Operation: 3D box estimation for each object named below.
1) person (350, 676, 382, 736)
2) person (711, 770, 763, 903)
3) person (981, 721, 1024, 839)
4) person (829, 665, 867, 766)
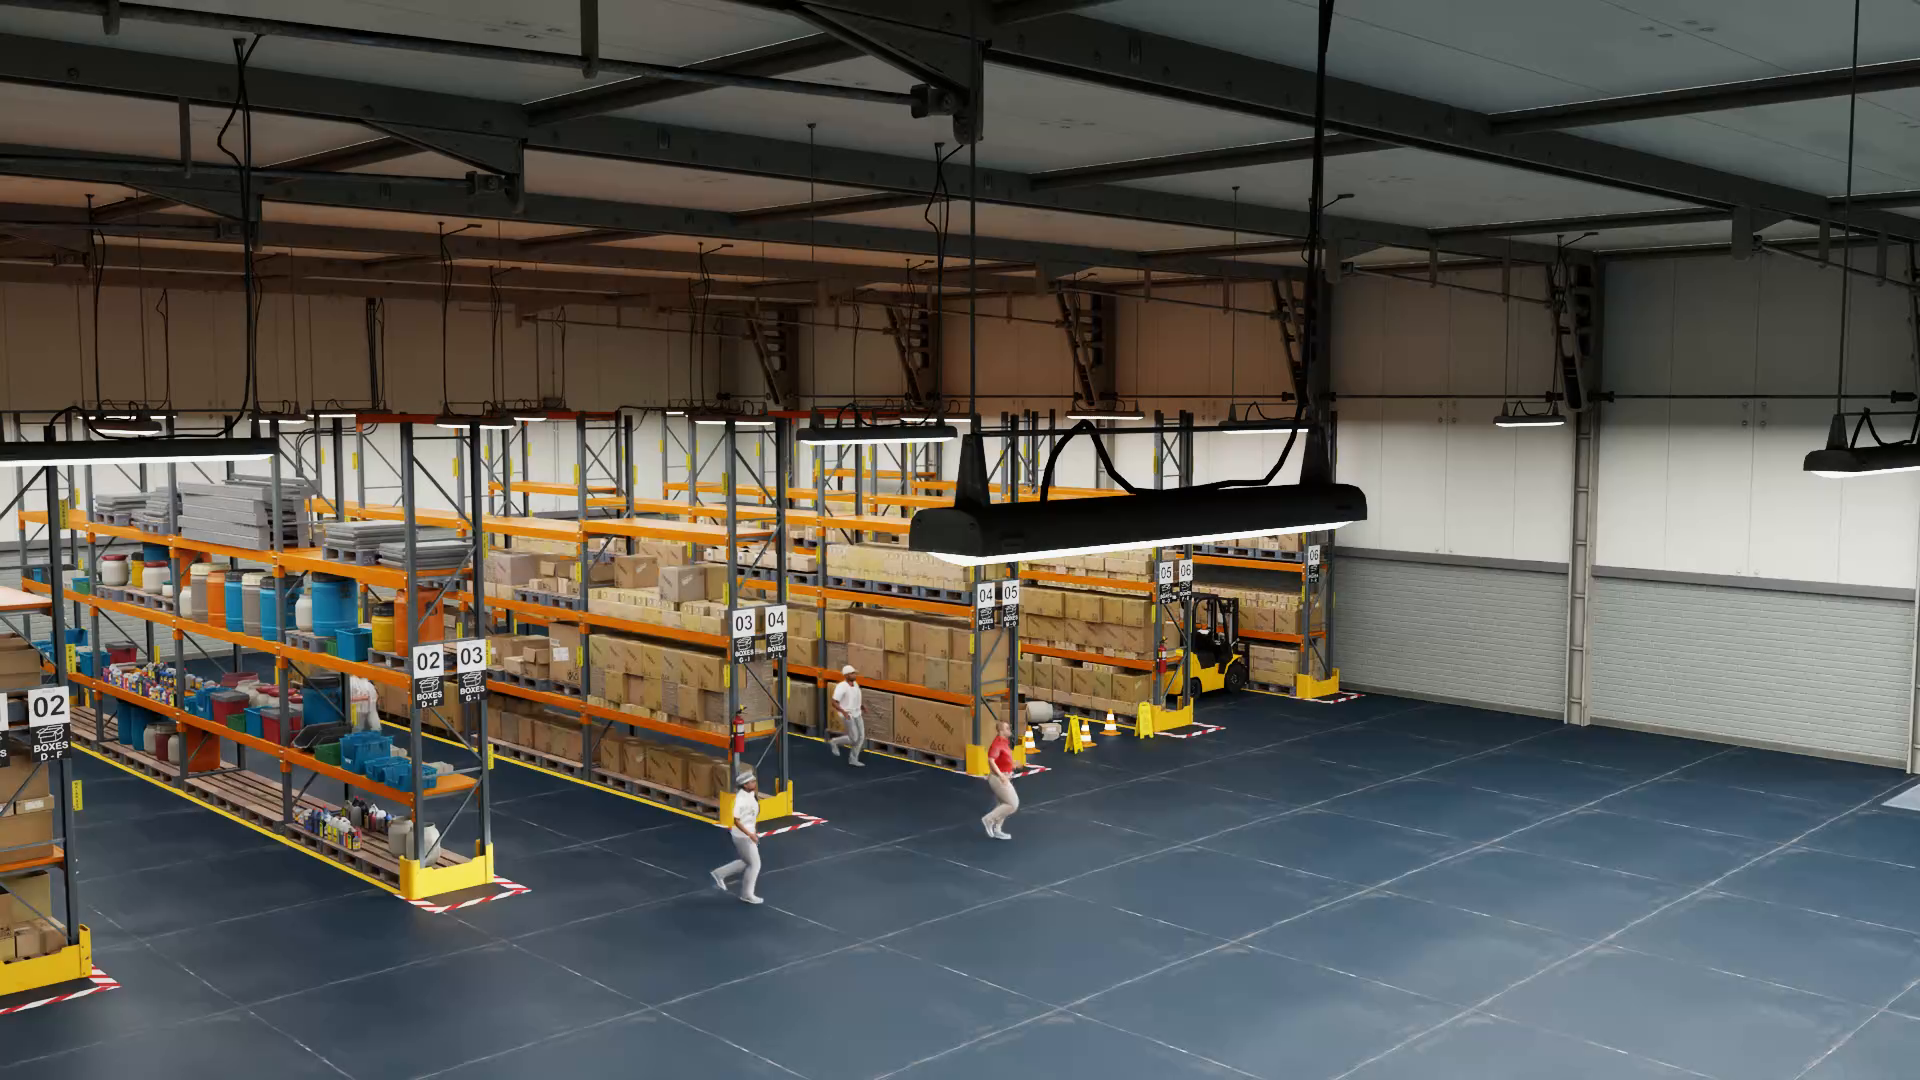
[{"bbox_3d":[-10.311,2.975,28.749,0.670,1.830,0.822,-5,7,-45],"label":"person"},{"bbox_3d":[-2.788,3.702,20.803,0.639,1.694,0.581,0,5,-3],"label":"person"},{"bbox_3d":[0.610,3.428,23.775,0.627,1.696,0.648,0,5,-2],"label":"person"},{"bbox_3d":[-1.909,3.002,28.503,0.661,1.726,0.701,3,6,33],"label":"person"}]
